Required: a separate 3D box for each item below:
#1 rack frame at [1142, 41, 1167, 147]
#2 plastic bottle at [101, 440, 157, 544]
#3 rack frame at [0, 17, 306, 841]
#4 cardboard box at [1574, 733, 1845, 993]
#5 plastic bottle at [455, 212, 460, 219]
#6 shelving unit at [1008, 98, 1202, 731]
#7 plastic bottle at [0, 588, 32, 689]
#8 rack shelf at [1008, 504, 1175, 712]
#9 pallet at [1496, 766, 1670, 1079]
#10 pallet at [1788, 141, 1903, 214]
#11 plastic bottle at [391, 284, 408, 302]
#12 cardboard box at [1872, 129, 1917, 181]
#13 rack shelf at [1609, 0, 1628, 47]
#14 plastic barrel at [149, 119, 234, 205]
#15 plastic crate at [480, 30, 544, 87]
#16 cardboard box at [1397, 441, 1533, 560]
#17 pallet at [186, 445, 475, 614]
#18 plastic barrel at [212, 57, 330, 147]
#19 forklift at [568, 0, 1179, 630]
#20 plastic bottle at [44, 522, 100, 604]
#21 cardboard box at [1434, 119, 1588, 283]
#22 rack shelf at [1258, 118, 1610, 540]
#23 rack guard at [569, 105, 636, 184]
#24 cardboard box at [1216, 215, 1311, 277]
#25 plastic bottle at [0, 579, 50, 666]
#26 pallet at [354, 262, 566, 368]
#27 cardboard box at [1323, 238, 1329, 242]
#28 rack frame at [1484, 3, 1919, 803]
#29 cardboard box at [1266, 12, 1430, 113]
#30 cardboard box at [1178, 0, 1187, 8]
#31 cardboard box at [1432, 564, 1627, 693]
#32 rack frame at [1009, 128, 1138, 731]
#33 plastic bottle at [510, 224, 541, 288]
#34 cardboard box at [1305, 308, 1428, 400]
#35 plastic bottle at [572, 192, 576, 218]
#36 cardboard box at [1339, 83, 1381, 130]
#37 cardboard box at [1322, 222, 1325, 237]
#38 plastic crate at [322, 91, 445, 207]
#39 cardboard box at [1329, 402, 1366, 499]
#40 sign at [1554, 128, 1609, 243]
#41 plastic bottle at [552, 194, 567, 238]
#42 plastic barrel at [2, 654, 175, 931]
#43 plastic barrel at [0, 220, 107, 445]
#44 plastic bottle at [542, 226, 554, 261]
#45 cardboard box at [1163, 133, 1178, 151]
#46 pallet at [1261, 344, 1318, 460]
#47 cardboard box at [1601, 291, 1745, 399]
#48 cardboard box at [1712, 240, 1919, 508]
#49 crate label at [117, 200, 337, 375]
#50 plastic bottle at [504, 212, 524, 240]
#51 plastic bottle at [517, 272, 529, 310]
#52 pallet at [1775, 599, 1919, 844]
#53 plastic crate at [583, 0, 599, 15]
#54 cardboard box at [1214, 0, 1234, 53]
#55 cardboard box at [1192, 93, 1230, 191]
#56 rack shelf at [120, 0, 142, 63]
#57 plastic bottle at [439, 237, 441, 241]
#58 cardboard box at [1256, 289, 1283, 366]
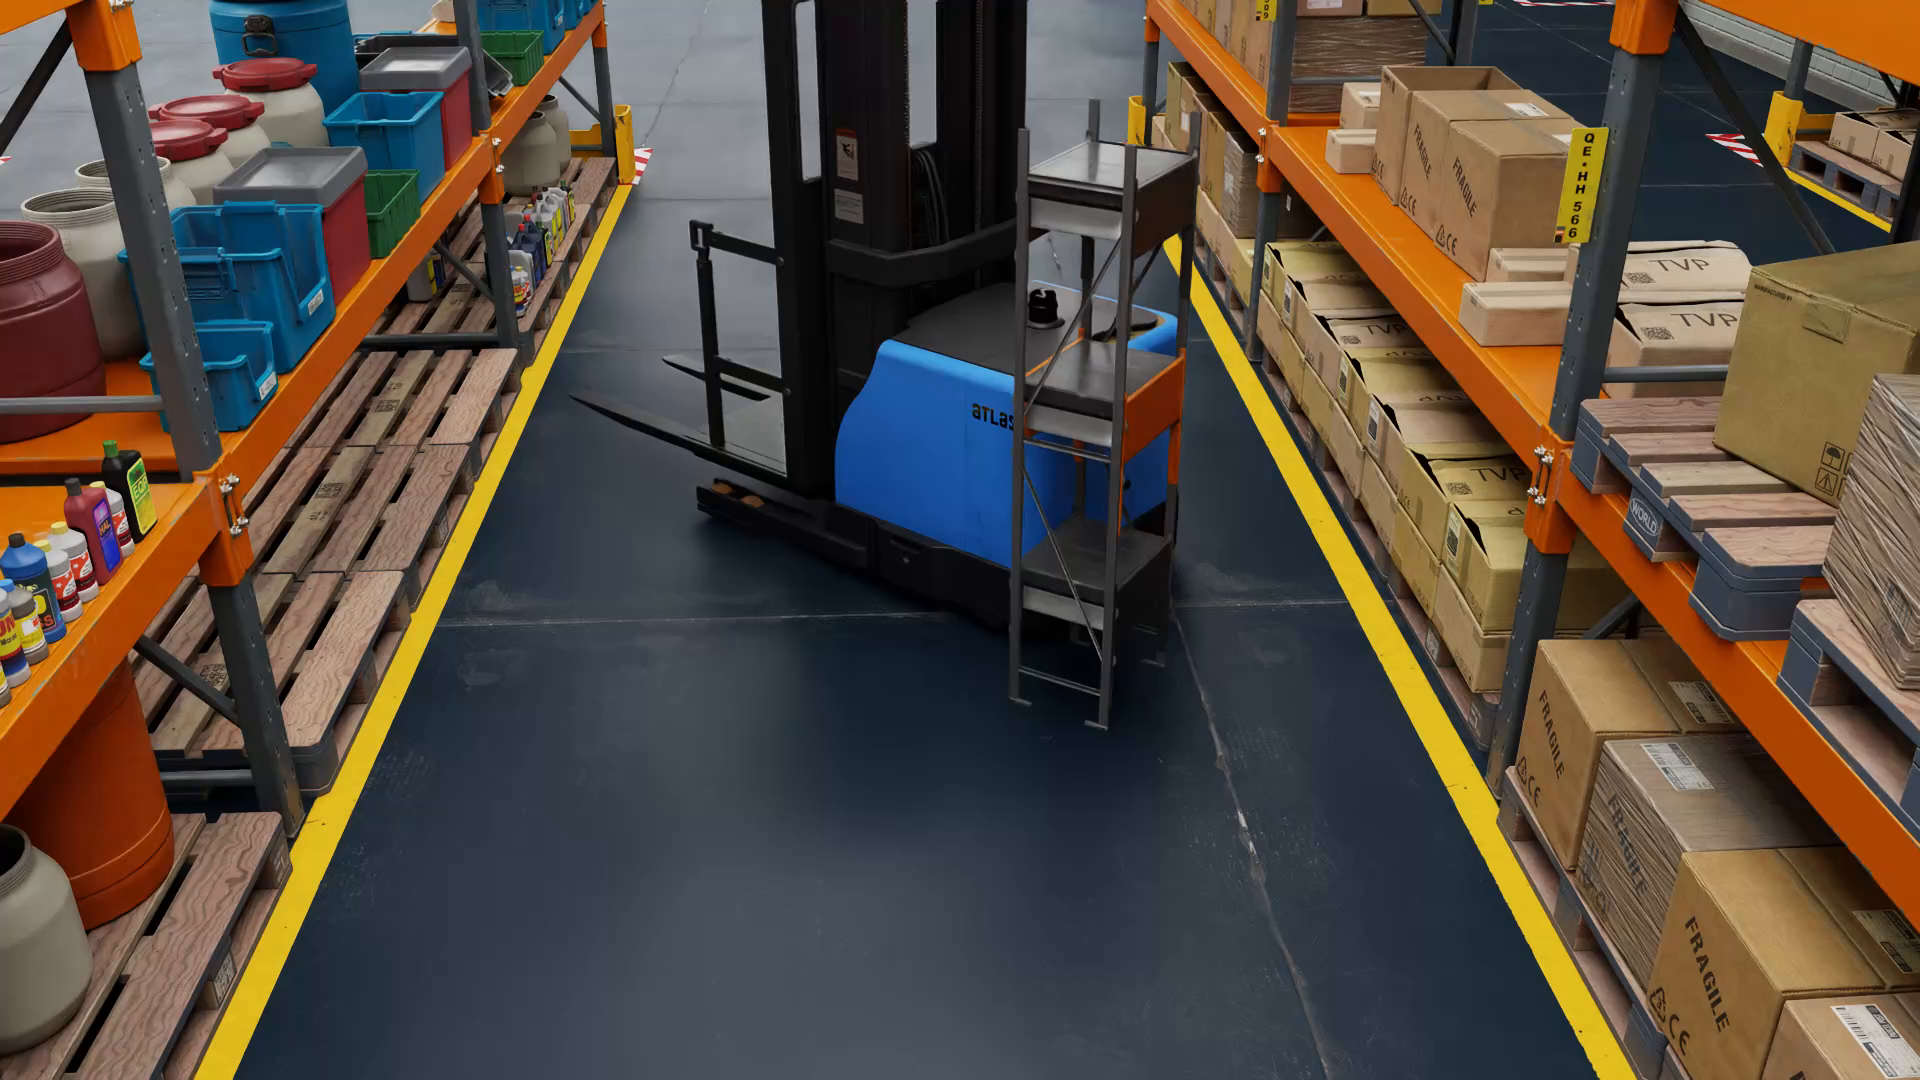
[{"bbox_3d":[1.873,-4.185,12.031,1.000,3.000,0.127,-1,28,-3],"label":"rack frame"},{"bbox_3d":[-2.209,-0.145,4.410,0.061,0.283,0.133,-1,28,-3],"label":"plastic bottle"},{"bbox_3d":[-2.656,-0.373,4.721,1.000,3.000,0.127,-1,28,-3],"label":"rack frame"},{"bbox_3d":[2.062,0.881,4.544,0.500,0.500,0.500,-2,28,-5],"label":"cardboard box"},{"bbox_3d":[-3.290,-2.208,10.714,0.097,0.271,0.097,0,28,0],"label":"plastic bottle"},{"bbox_3d":[0.480,-0.394,5.735,0.431,2.100,0.503,15,31,27],"label":"shelving unit"},{"bbox_3d":[-2.189,0.201,3.761,0.097,0.271,0.097,0,28,0],"label":"plastic bottle"},{"bbox_3d":[0.480,0.239,6.065,0.431,0.518,0.480,15,31,27],"label":"rack shelf"},{"bbox_3d":[2.292,1.091,4.929,1.003,0.211,1.213,-1,28,-3],"label":"pallet"},{"bbox_3d":[6.831,-2.659,12.120,1.003,0.211,1.213,-1,28,-3],"label":"pallet"},{"bbox_3d":[-3.186,-1.531,9.331,0.144,0.351,0.185,-2,28,-4],"label":"plastic bottle"},{"bbox_3d":[6.796,-2.725,11.662,0.500,0.311,0.500,1,28,2],"label":"cardboard box"},{"bbox_3d":[2.186,-2.425,6.191,1.077,0.370,4.000,-1,28,-3],"label":"rack shelf"},{"bbox_3d":[-2.973,-1.295,6.342,0.433,0.535,0.433,0,28,0],"label":"plastic barrel"},{"bbox_3d":[-2.654,-2.760,9.527,0.450,0.188,0.662,-1,28,-3],"label":"plastic crate"},{"bbox_3d":[1.984,-0.182,6.269,0.500,0.311,0.500,-2,28,-3],"label":"cardboard box"},{"bbox_3d":[-2.718,-0.057,7.132,1.003,0.211,1.213,-1,28,-3],"label":"pallet"},{"bbox_3d":[-3.034,-1.833,7.374,0.433,0.535,0.433,0,28,0],"label":"plastic barrel"},{"bbox_3d":[-0.541,-1.496,6.950,3.031,2.935,1.130,21,34,34],"label":"forklift"},{"bbox_3d":[-2.209,0.052,4.122,0.097,0.201,0.097,0,28,0],"label":"plastic bottle"},{"bbox_3d":[2.187,-1.310,6.409,0.500,0.500,0.500,-3,28,-5],"label":"cardboard box"},{"bbox_3d":[2.186,-1.095,6.885,1.077,0.370,4.000,-1,28,-3],"label":"rack shelf"},{"bbox_3d":[-3.023,-2.925,12.318,1.175,0.500,0.348,-1,28,-3],"label":"rack guard"},{"bbox_3d":[1.823,-1.745,9.872,0.500,0.250,0.500,-1,28,-3],"label":"cardboard box"},{"bbox_3d":[-2.194,0.187,3.863,0.097,0.201,0.097,0,28,0],"label":"plastic bottle"},{"bbox_3d":[-2.858,-1.295,9.505,1.003,0.211,1.213,-1,28,-3],"label":"pallet"},{"bbox_3d":[2.360,-1.527,9.453,0.500,0.250,0.500,-1,28,-3],"label":"cardboard box"},{"bbox_3d":[2.291,-0.491,4.947,1.000,3.000,0.127,-1,28,-3],"label":"rack frame"},{"bbox_3d":[2.052,-2.587,8.859,0.700,0.500,0.500,-2,28,-4],"label":"cardboard box"},{"bbox_3d":[1.885,-4.014,11.594,0.700,0.500,0.500,-1,28,-3],"label":"cardboard box"},{"bbox_3d":[2.020,0.305,5.941,0.500,0.250,0.500,-1,28,-1],"label":"cardboard box"},{"bbox_3d":[0.356,-0.297,5.549,0.400,2.100,0.015,15,31,27],"label":"rack frame"},{"bbox_3d":[-2.493,-1.624,9.508,0.144,0.351,0.185,-1,28,-1],"label":"plastic bottle"},{"bbox_3d":[1.904,-0.887,7.619,0.500,0.311,0.500,-2,28,-4],"label":"cardboard box"},{"bbox_3d":[-2.540,-2.184,10.744,0.097,0.201,0.097,0,28,0],"label":"plastic bottle"},{"bbox_3d":[2.151,-2.045,8.090,0.500,0.250,0.500,0,28,1],"label":"cardboard box"},{"bbox_3d":[2.336,-2.090,9.722,0.500,0.500,0.500,-1,28,-3],"label":"cardboard box"},{"bbox_3d":[-2.497,-1.711,7.305,0.392,0.384,0.575,-1,28,-3],"label":"plastic crate"},{"bbox_3d":[1.936,-0.403,7.298,0.500,0.250,0.500,-1,28,-2],"label":"cardboard box"},{"bbox_3d":[1.737,-0.989,4.651,0.100,0.325,0.005,-1,28,-3],"label":"sign"},{"bbox_3d":[-2.547,-2.036,10.380,0.152,0.276,0.135,-2,28,-4],"label":"plastic bottle"},{"bbox_3d":[-2.614,0.629,4.694,0.600,0.830,0.708,-1,28,-3],"label":"plastic barrel"},{"bbox_3d":[-2.983,-0.640,5.087,0.600,0.536,0.708,-1,28,-3],"label":"plastic barrel"},{"bbox_3d":[-2.494,-1.776,9.961,0.097,0.201,0.097,0,28,0],"label":"plastic bottle"},{"bbox_3d":[1.709,-2.669,11.642,0.500,0.250,0.500,-1,28,-3],"label":"cardboard box"},{"bbox_3d":[2.159,-0.762,8.483,1.003,0.211,1.213,-1,28,-3],"label":"pallet"},{"bbox_3d":[2.315,-0.620,5.292,0.500,0.311,0.500,0,28,1],"label":"cardboard box"},{"bbox_3d":[2.436,-0.433,4.275,0.700,0.500,0.500,-11,29,-20],"label":"cardboard box"},{"bbox_3d":[-2.438,-0.854,5.605,0.502,0.435,0.616,-1,28,-3],"label":"crate label"},{"bbox_3d":[-2.671,-1.859,10.040,0.152,0.276,0.135,-1,28,-3],"label":"plastic bottle"},{"bbox_3d":[-2.449,-1.379,9.201,0.097,0.201,0.097,0,28,0],"label":"plastic bottle"},{"bbox_3d":[2.397,0.492,3.270,1.003,0.211,1.213,-1,28,-3],"label":"pallet"},{"bbox_3d":[-2.749,-3.778,11.410,0.499,0.251,0.616,-1,28,-3],"label":"plastic crate"},{"bbox_3d":[1.968,-3.299,10.223,0.700,0.500,0.500,-1,28,-1],"label":"cardboard box"},{"bbox_3d":[1.754,-2.539,10.583,0.500,0.500,0.500,-1,28,-3],"label":"cardboard box"},{"bbox_3d":[-2.761,-2.308,5.965,1.077,0.370,4.000,-1,28,-3],"label":"rack shelf"},{"bbox_3d":[-3.112,-1.753,9.830,0.061,0.283,0.133,-1,28,-3],"label":"plastic bottle"},{"bbox_3d":[1.855,-1.113,8.659,0.500,0.250,0.500,-2,28,-4],"label":"cardboard box"}]
